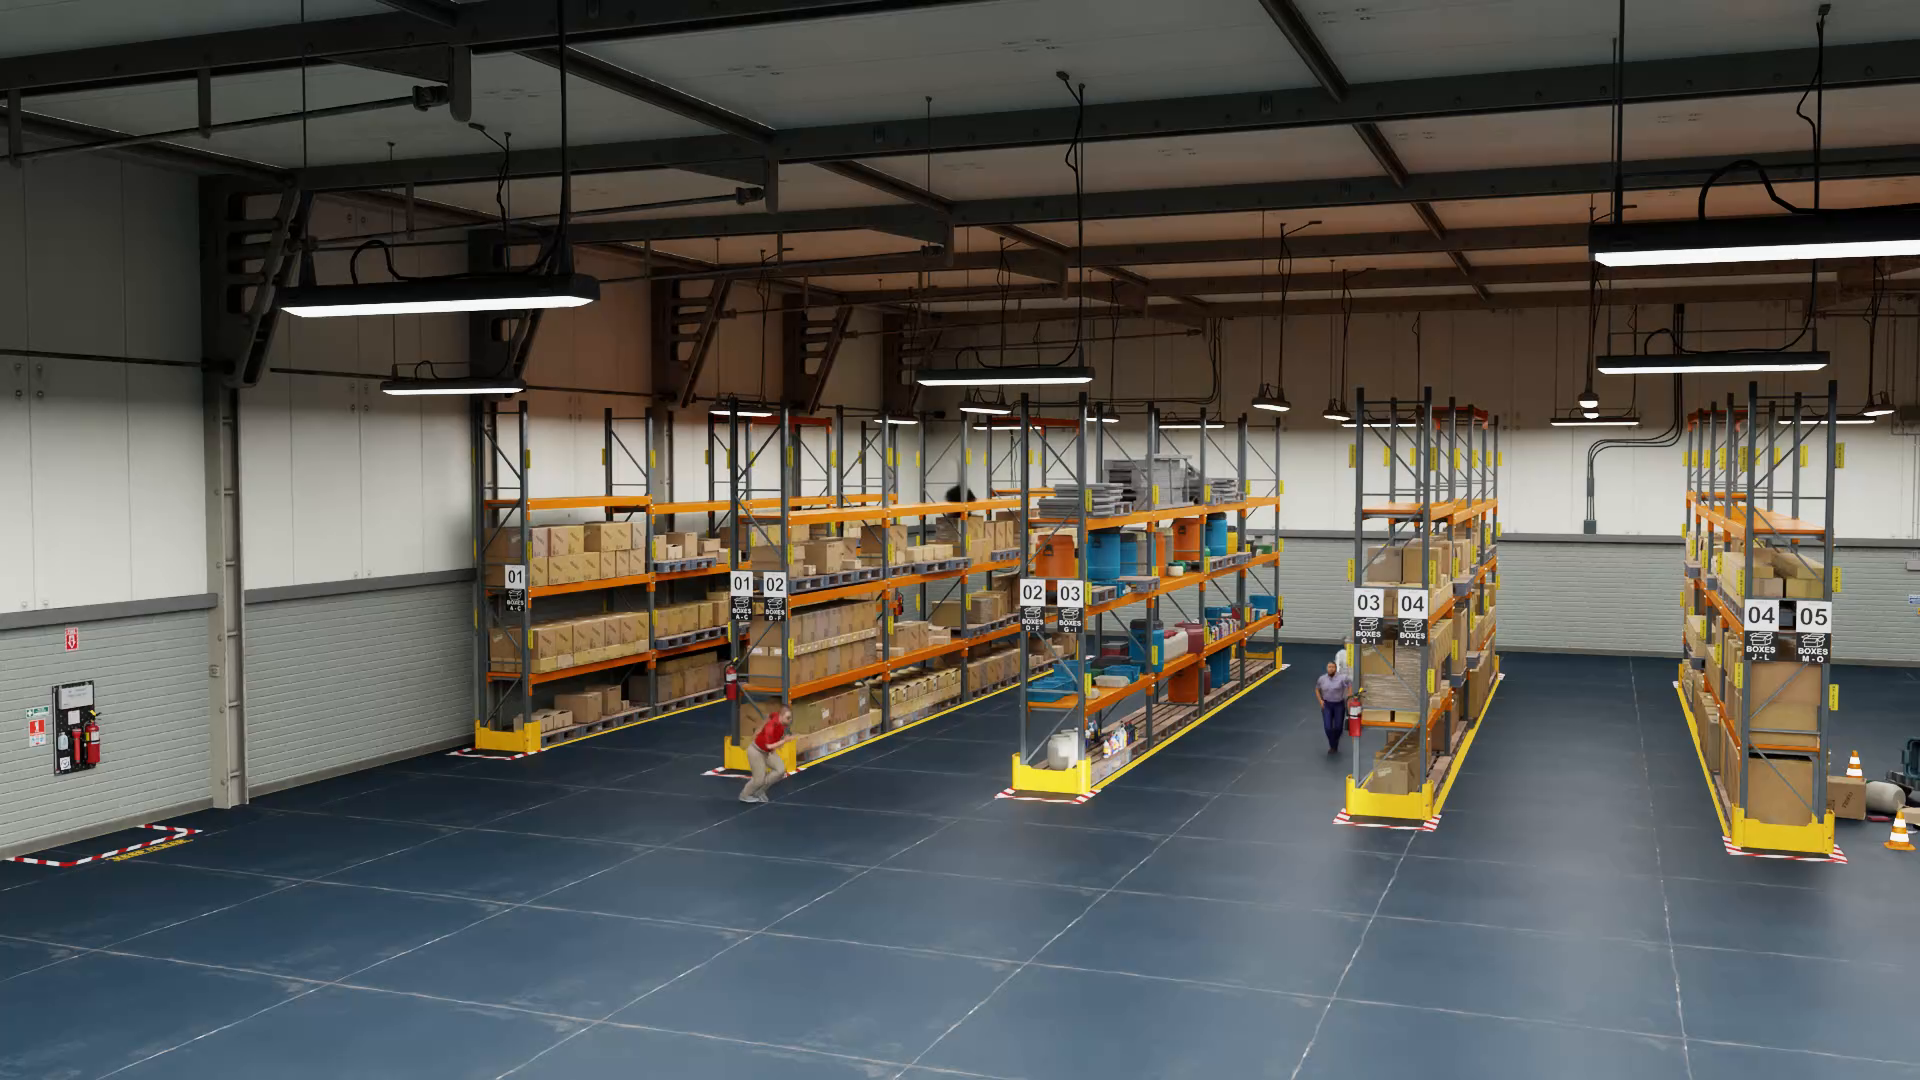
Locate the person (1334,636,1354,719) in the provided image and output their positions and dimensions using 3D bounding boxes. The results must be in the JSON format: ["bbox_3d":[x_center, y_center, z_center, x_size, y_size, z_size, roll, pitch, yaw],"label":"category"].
[{"bbox_3d":[7.314,2.642,31.189,0.639,1.721,0.762,1,3,27],"label":"person"}]

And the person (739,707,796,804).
[{"bbox_3d":[-2.769,3.111,23.954,1.044,1.469,0.646,1,3,25],"label":"person"}]

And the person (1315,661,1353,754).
[{"bbox_3d":[6.339,2.842,28.207,0.637,1.595,0.528,1,3,16],"label":"person"}]

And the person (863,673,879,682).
[{"bbox_3d":[-1.924,2.526,35.181,0.514,1.518,0.693,0,3,-2],"label":"person"}]
